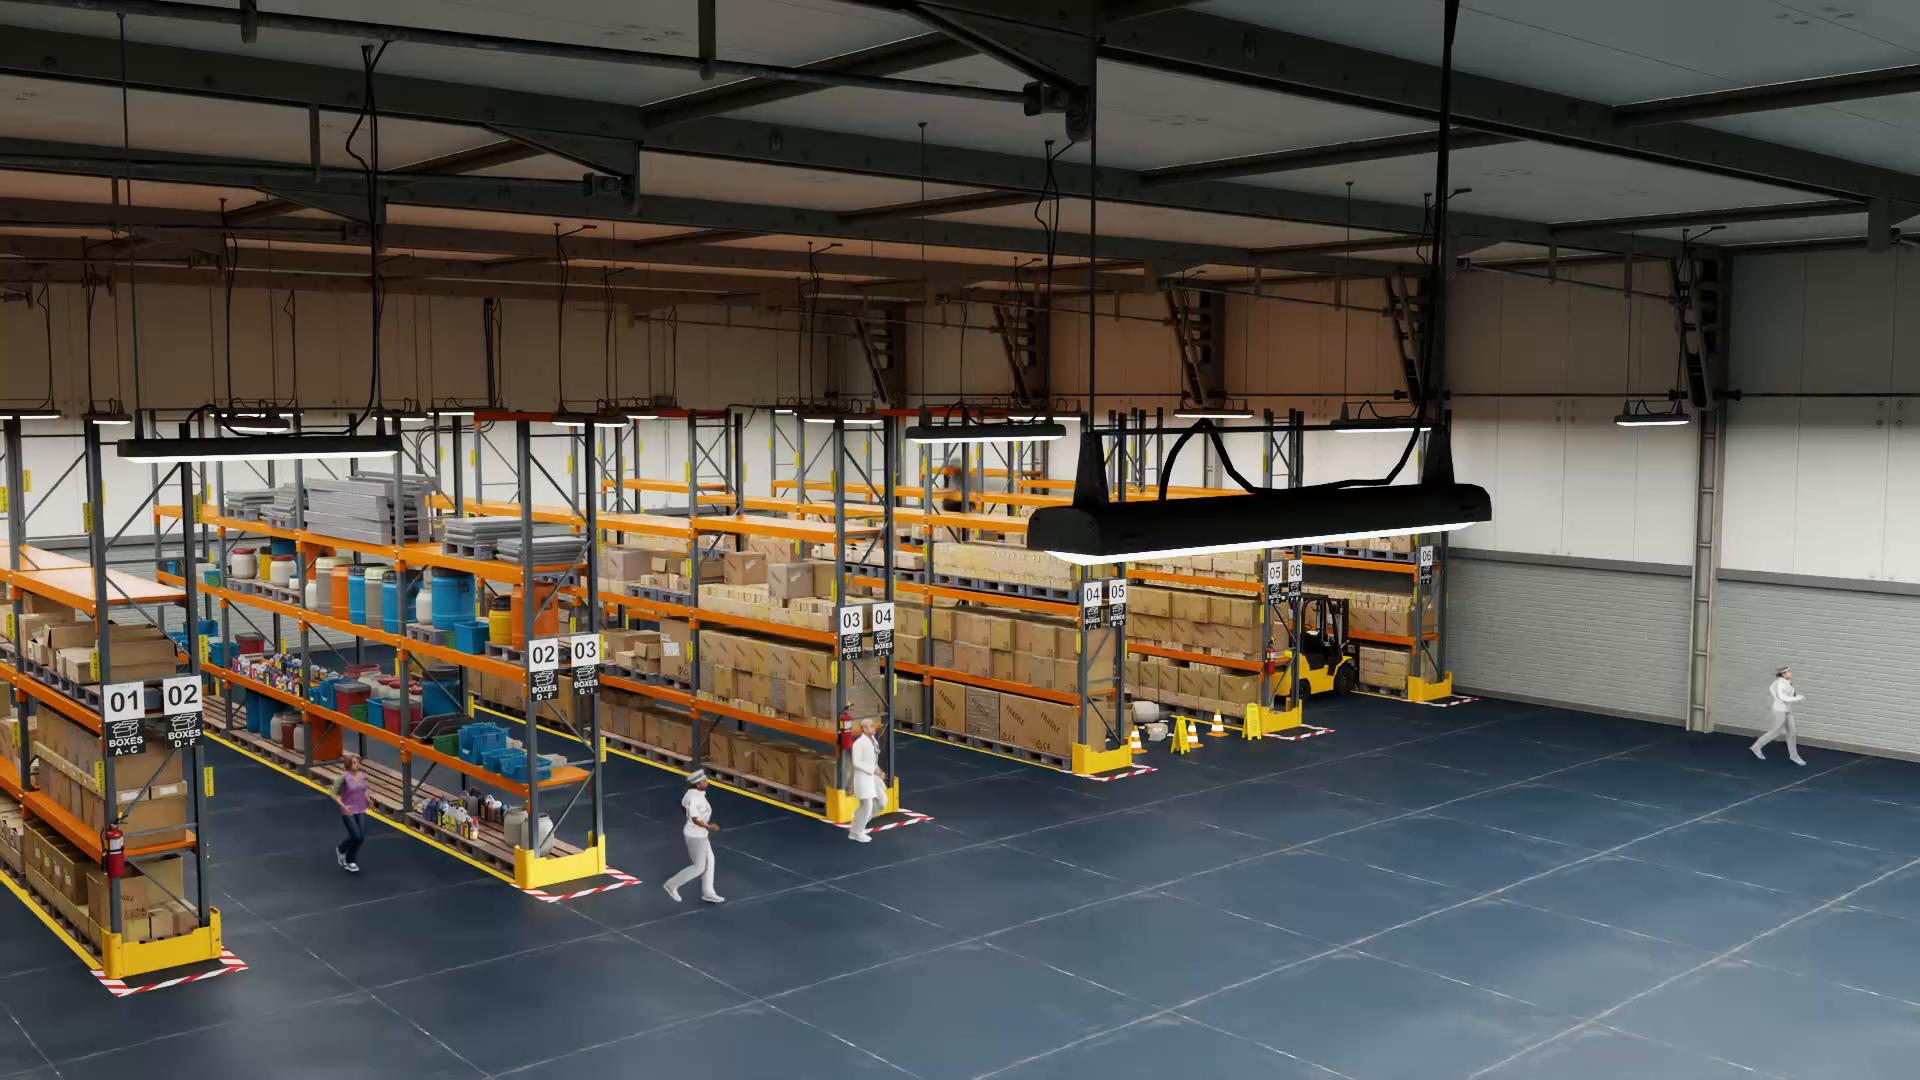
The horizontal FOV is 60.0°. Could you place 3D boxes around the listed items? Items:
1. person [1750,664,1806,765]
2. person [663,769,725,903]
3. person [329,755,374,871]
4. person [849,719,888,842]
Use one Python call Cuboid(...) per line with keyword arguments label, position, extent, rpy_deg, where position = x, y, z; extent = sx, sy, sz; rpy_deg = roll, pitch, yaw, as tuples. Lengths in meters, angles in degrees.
Cuboid(label="person", position=(14.059, 2.965, 28.507), extent=(0.866, 1.722, 0.629), rpy_deg=(4, 6, 35))
Cuboid(label="person", position=(-3.305, 3.685, 20.660), extent=(0.751, 1.705, 0.601), rpy_deg=(-1, 5, -13))
Cuboid(label="person", position=(-8.026, 3.618, 22.025), extent=(0.526, 1.554, 0.518), rpy_deg=(3, 6, 33))
Cuboid(label="person", position=(-1.274, 3.393, 23.568), extent=(0.596, 1.743, 0.755), rpy_deg=(2, 5, 22))
